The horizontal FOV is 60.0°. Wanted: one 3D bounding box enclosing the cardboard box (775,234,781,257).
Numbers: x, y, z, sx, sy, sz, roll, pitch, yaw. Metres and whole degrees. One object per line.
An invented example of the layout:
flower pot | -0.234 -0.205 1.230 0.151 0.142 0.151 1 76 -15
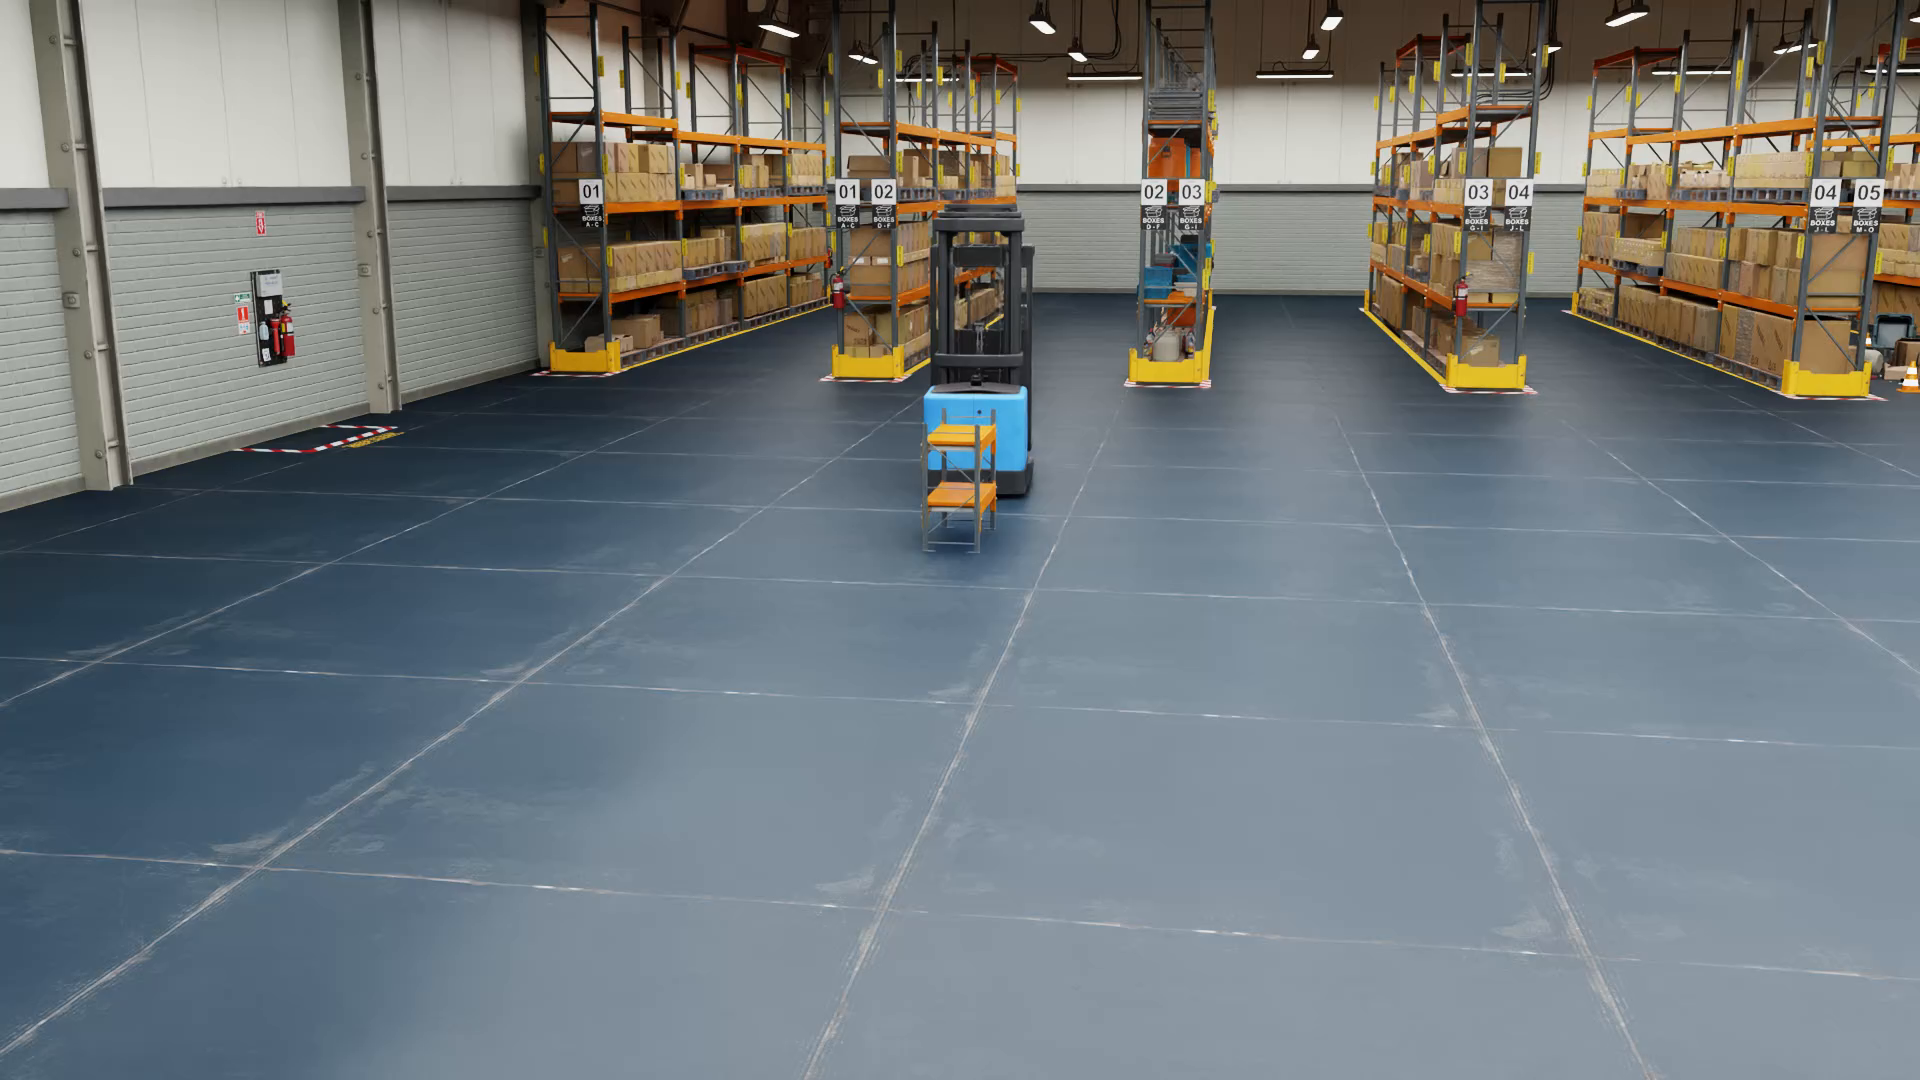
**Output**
cardboard box | -4.466 -6.845 38.643 0.500 0.500 0.500 2 12 9

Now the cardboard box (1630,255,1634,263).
cardboard box | 14.241 -5.879 34.754 0.380 0.149 0.250 1 12 6

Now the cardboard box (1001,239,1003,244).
cardboard box | 0.743 -6.945 39.860 0.500 0.500 0.500 2 12 10

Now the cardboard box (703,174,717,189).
cardboard box | -5.482 -7.279 34.234 0.797 0.503 0.637 4 13 17

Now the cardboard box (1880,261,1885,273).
cardboard box | 19.399 -5.679 34.579 0.500 0.250 0.500 2 12 8

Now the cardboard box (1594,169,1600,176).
cardboard box | 15.125 -8.636 39.048 0.380 0.149 0.250 2 12 9

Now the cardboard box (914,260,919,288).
cardboard box | -1.128 -4.768 29.762 0.700 0.500 0.500 2 12 9

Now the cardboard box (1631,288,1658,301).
cardboard box | 14.456 -5.176 35.047 0.500 0.250 0.500 2 12 11

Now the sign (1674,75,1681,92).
sign | 13.840 -8.799 32.057 0.100 0.325 0.005 2 12 9

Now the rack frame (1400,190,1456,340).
rack frame | 9.493 -5.537 33.567 1.000 3.000 0.127 2 12 9

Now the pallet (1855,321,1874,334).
pallet | 19.856 -4.523 35.478 1.003 0.211 1.213 2 12 9

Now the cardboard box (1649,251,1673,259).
cardboard box | 14.004 -5.701 33.220 0.380 0.149 0.250 2 12 10

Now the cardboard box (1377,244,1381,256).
cardboard box | 10.153 -6.862 39.363 0.500 0.250 0.500 2 12 8

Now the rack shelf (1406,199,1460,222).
rack shelf | 9.185 -6.236 31.395 1.077 0.370 4.000 2 12 9

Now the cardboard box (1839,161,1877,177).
cardboard box | 13.475 -5.575 25.038 0.500 0.250 0.500 2 12 9

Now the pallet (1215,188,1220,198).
pallet | 5.190 -7.738 37.108 1.213 0.211 1.003 2 12 9

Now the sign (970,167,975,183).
sign | 0.252 -7.597 34.590 0.100 0.325 0.005 2 12 9

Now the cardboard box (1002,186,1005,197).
cardboard box | 0.798 -8.386 40.021 0.500 0.250 0.500 2 12 9

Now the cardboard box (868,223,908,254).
cardboard box | -1.281 -5.199 28.682 0.700 0.500 0.500 2 12 9

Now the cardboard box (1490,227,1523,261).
cardboard box | 8.616 -4.661 26.183 0.500 0.500 0.500 2 12 9

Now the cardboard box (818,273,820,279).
cardboard box | -3.809 -6.803 42.837 0.380 0.149 0.250 2 12 8

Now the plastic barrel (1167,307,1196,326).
plastic barrel | 4.657 -4.945 34.971 0.600 0.830 0.708 2 12 9

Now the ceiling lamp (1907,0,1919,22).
ceiling lamp | 16.491 -10.212 27.165 0.800 3.185 2.000 2 12 9

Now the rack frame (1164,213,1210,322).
rack frame | 5.214 -6.530 38.176 1.000 3.000 0.127 2 12 9

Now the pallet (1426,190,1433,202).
pallet | 9.078 -6.204 29.988 1.213 0.211 1.003 2 12 9

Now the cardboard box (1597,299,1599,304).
cardboard box | 15.132 -5.602 38.933 0.380 0.149 0.250 3 12 12

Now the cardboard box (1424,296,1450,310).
cardboard box | 9.348 -4.646 32.540 0.500 0.250 0.500 3 13 15

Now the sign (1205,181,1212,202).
sign | 3.911 -5.484 26.181 0.100 0.325 0.005 2 12 9

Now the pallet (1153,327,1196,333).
pallet | 4.441 -4.175 33.863 1.003 0.211 1.213 2 12 9

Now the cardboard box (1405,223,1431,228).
cardboard box | 9.724 -6.364 34.784 0.797 0.503 0.637 2 12 10

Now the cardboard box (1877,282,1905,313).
cardboard box | 19.752 -4.896 34.636 0.875 0.875 0.875 2 12 10

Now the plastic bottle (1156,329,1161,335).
plastic bottle | 3.592 -3.626 29.942 0.144 0.351 0.185 2 12 9

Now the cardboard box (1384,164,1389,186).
cardboard box | 10.459 -8.640 39.371 0.700 0.500 0.500 1 12 5

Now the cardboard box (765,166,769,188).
cardboard box | -4.819 -8.402 38.459 0.700 0.500 0.500 1 12 6

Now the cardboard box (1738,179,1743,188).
cardboard box | 13.333 -6.002 27.965 0.380 0.149 0.250 2 12 9

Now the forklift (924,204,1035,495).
forklift | 0.244 -2.147 17.997 1.130 2.935 3.031 1 12 4

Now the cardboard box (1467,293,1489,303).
cardboard box | 8.102 -3.815 26.173 0.380 0.149 0.250 2 12 9

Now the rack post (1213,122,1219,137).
rack post | 5.028 -8.793 35.622 0.937 0.300 0.954 3 13 15

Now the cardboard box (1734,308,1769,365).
cardboard box | 13.462 -3.373 27.572 0.875 0.875 0.875 2 12 9

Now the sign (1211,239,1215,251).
sign | 6.375 -7.428 41.955 0.100 0.325 0.005 2 12 9

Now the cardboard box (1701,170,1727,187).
cardboard box | 13.815 -6.572 30.225 0.500 0.311 0.500 1 12 7

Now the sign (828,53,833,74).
sign | -2.060 -7.642 26.689 0.100 0.325 0.005 2 12 9

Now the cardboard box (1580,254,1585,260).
cardboard box | 15.235 -6.841 40.214 0.380 0.149 0.250 2 12 8

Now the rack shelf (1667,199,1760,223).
rack shelf | 14.070 -6.054 30.552 1.077 0.370 4.000 2 12 9

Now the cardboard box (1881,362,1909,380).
cardboard box | 15.318 -2.769 27.211 0.396 0.266 0.258 4 13 18

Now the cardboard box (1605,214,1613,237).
cardboard box | 14.872 -7.086 37.435 0.500 0.500 0.500 1 12 7

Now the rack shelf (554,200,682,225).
rack shelf | -6.113 -5.884 29.766 1.077 0.370 4.000 2 12 9

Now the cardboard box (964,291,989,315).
cardboard box | 0.365 -5.366 37.661 0.500 0.500 0.500 2 12 9

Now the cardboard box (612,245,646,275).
cardboard box | -5.879 -4.956 29.399 0.500 0.500 0.500 1 12 7

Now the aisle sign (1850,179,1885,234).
aisle sign | 13.433 -4.937 24.609 0.394 0.787 0.004 2 12 9

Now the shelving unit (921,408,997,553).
shelving unit | 0.001 -0.551 14.881 0.538 1.125 1.048 2 12 9

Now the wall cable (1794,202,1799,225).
wall cable | 22.762 -8.509 44.946 0.588 1.984 0.122 2 12 9

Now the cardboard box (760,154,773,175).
cardboard box | -4.699 -9.018 39.941 0.500 0.500 0.500 2 12 8

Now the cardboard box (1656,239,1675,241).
cardboard box | 15.002 -6.307 35.328 0.380 0.149 0.250 2 12 8
